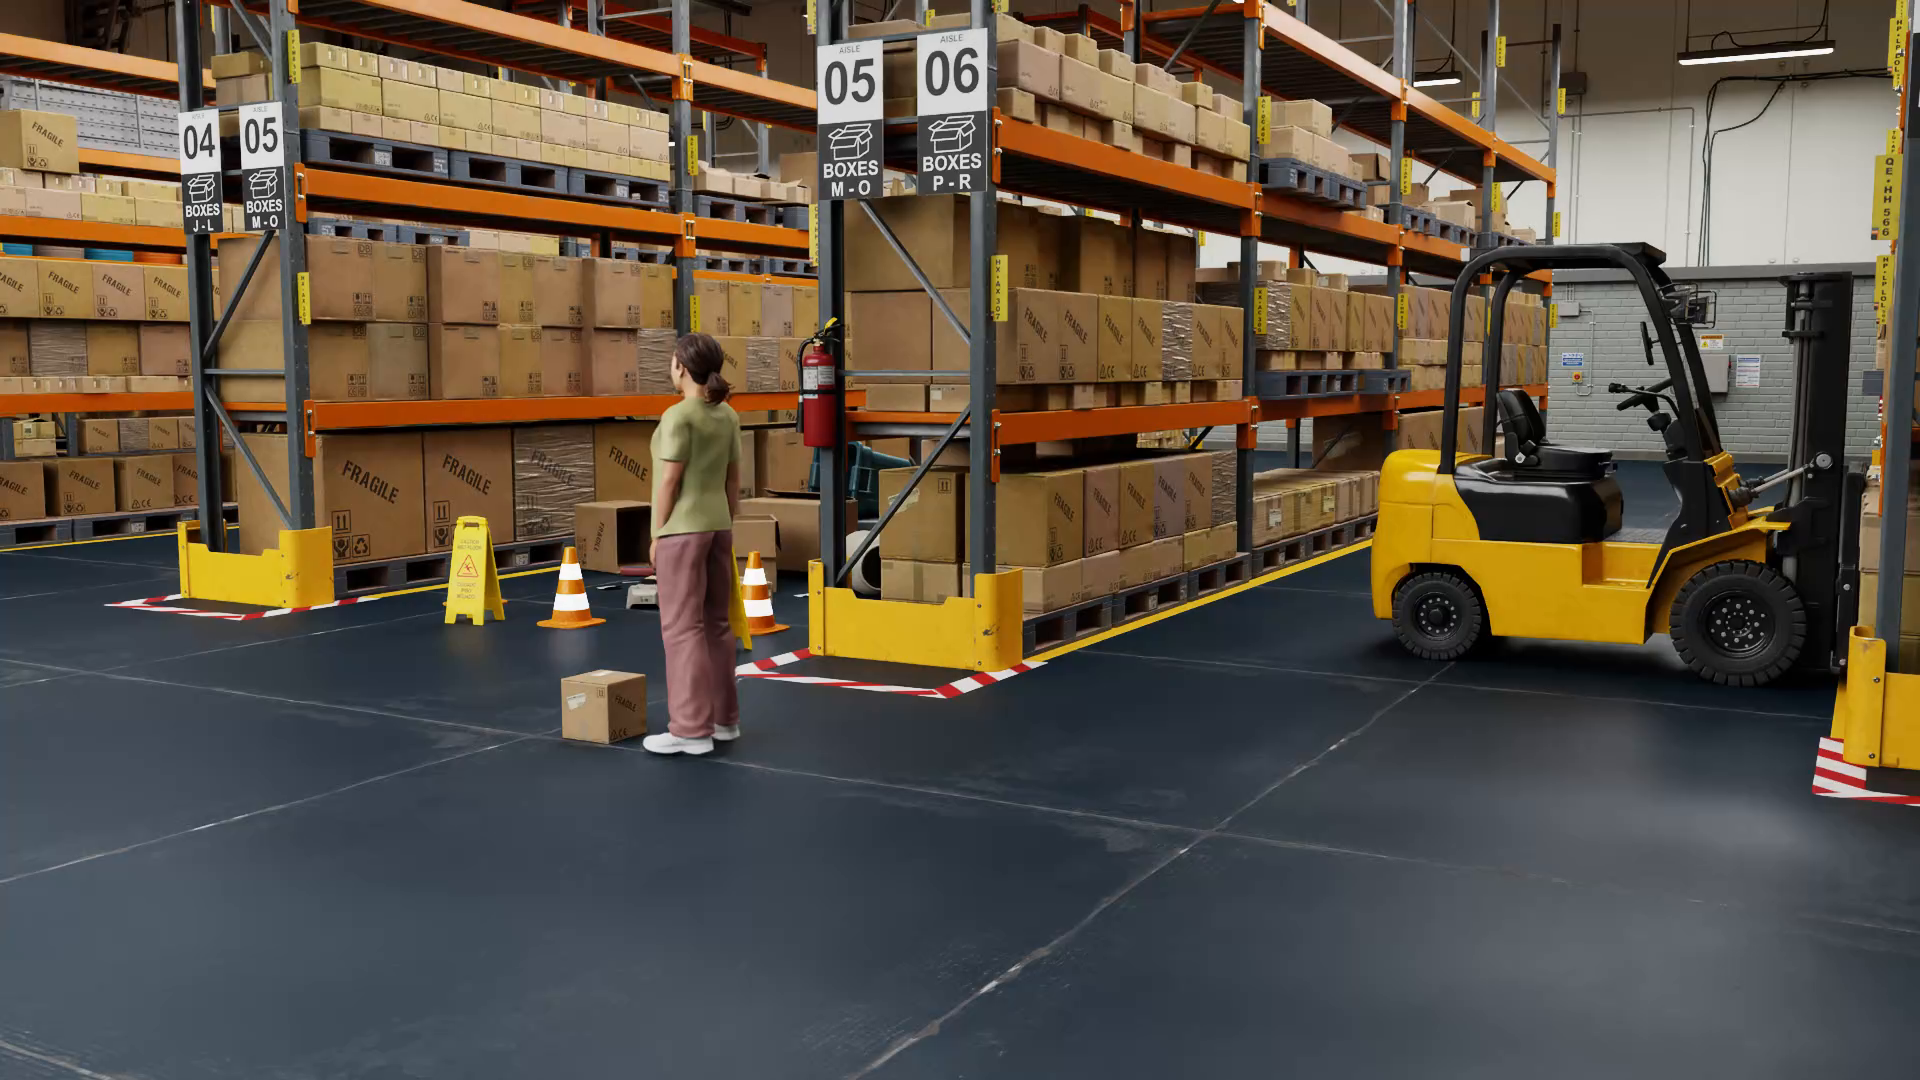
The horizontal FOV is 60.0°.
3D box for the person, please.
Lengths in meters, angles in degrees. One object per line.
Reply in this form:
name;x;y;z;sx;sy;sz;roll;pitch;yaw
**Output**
person;-1.082;0.007;6.690;0.409;1.673;0.444;3;7;29
